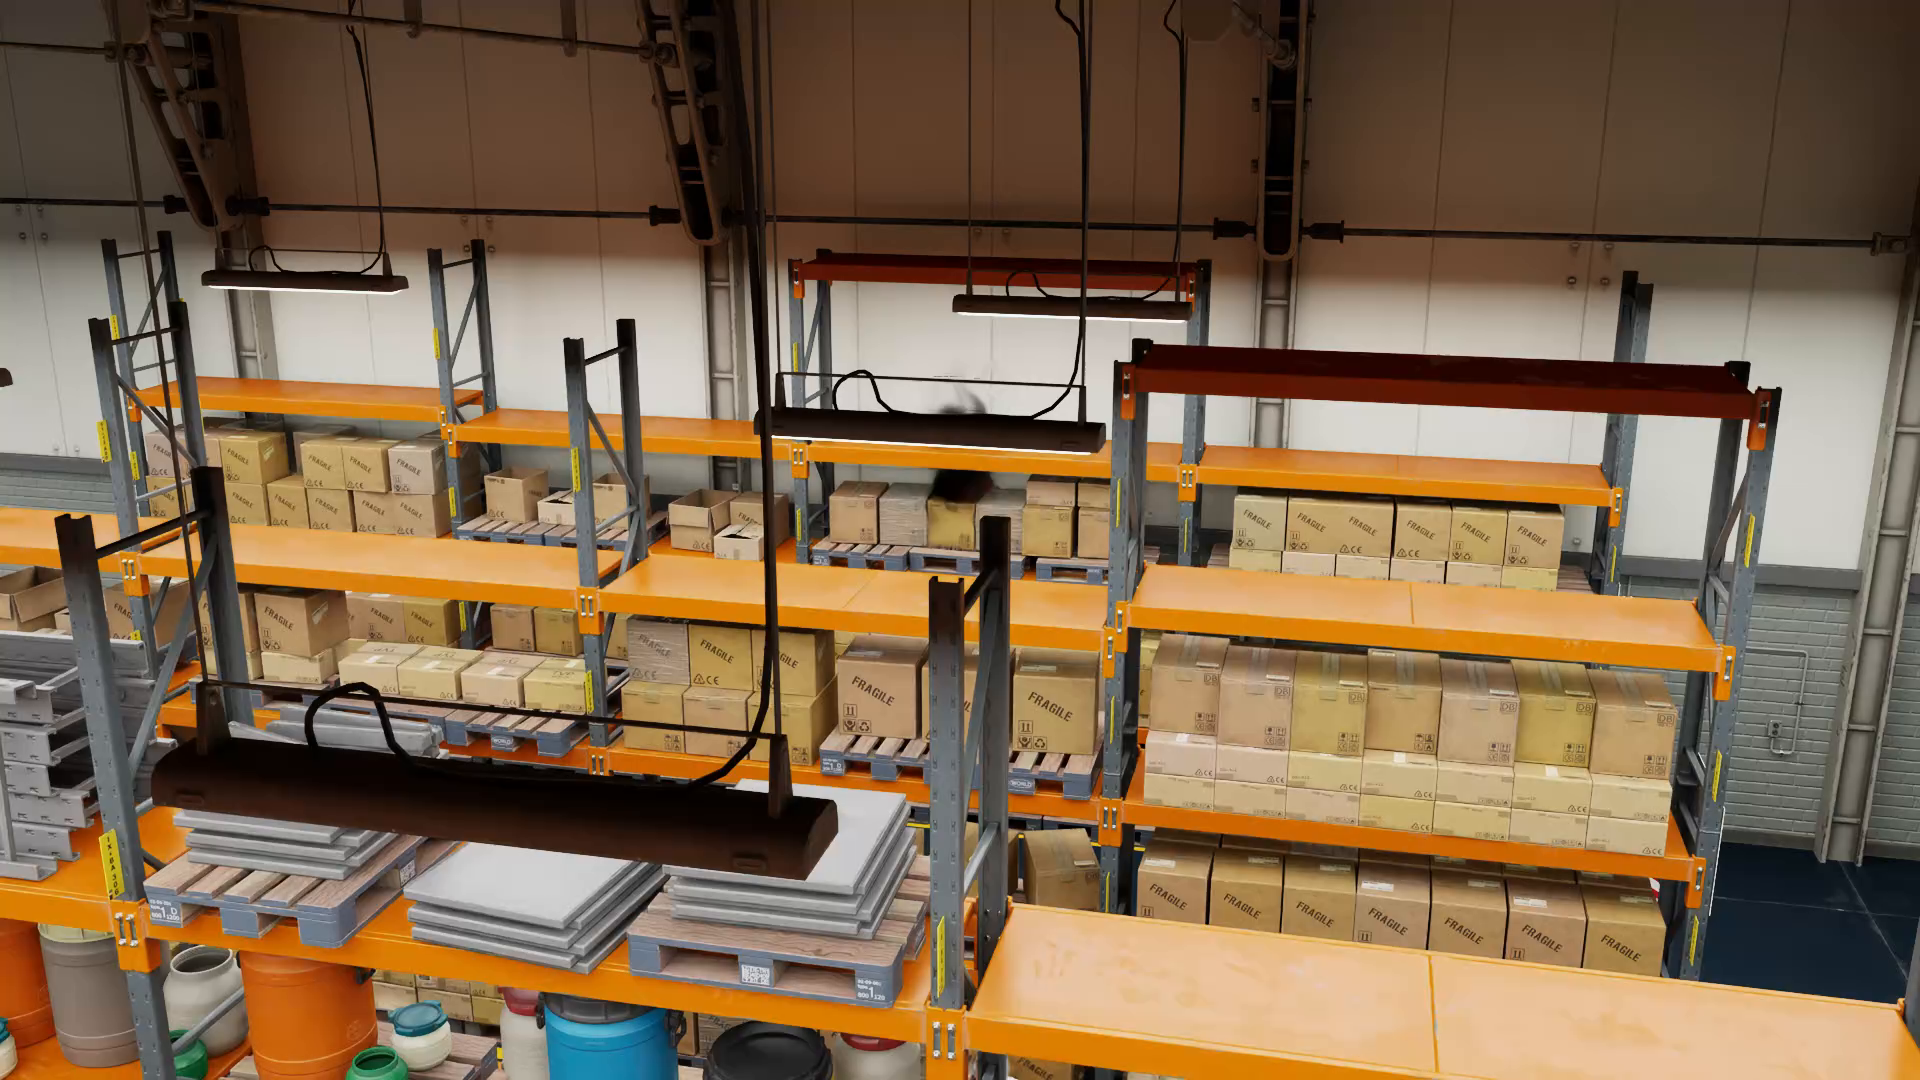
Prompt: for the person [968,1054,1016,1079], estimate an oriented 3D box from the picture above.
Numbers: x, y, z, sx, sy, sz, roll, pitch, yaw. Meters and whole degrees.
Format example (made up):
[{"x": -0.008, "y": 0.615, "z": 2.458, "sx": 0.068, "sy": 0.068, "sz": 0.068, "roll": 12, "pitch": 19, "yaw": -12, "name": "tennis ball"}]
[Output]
[{"x": 0.201, "y": 4.182, "z": 10.941, "sx": 0.831, "sy": 1.840, "sz": 0.648, "roll": 0, "pitch": 16, "yaw": 1, "name": "person"}]
